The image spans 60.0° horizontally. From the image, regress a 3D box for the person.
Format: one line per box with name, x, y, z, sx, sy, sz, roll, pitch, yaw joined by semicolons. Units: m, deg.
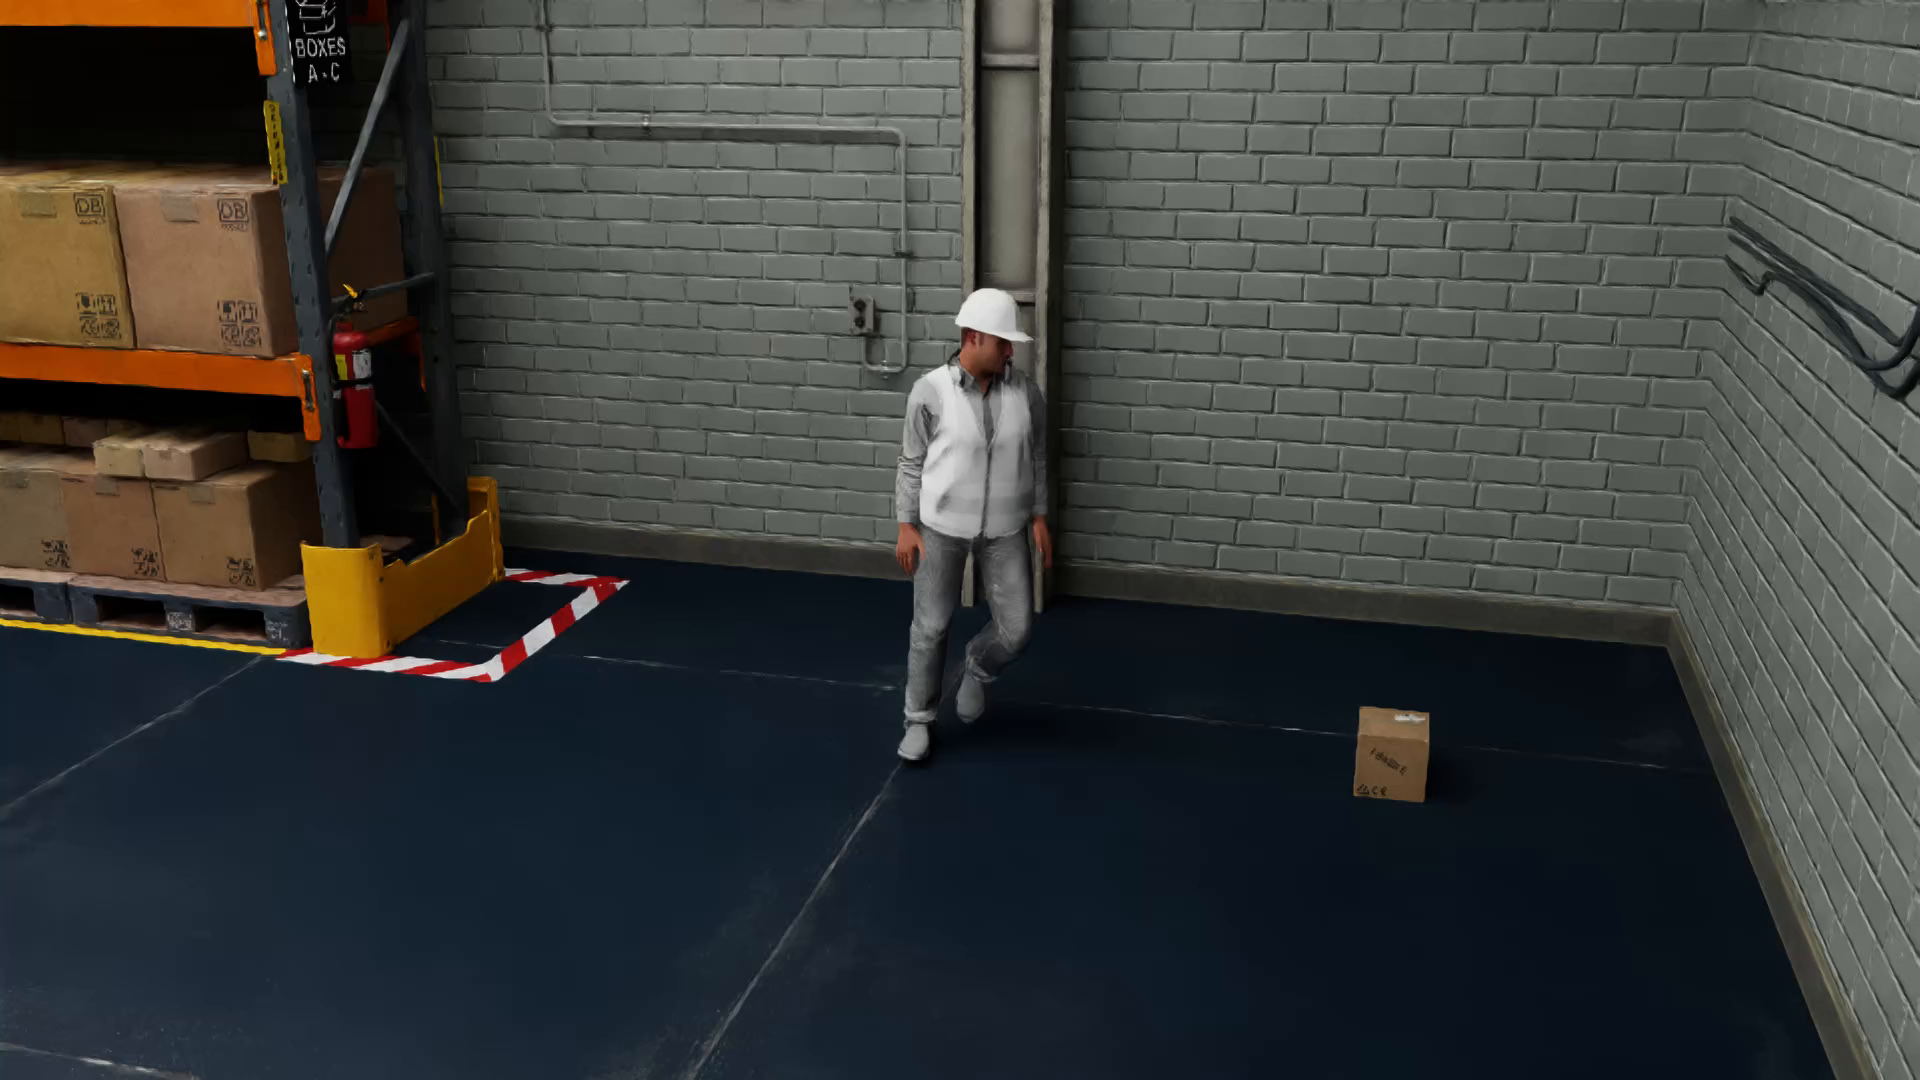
person;0.029;-0.069;6.205;0.605;1.760;0.486;-4;19;-12
